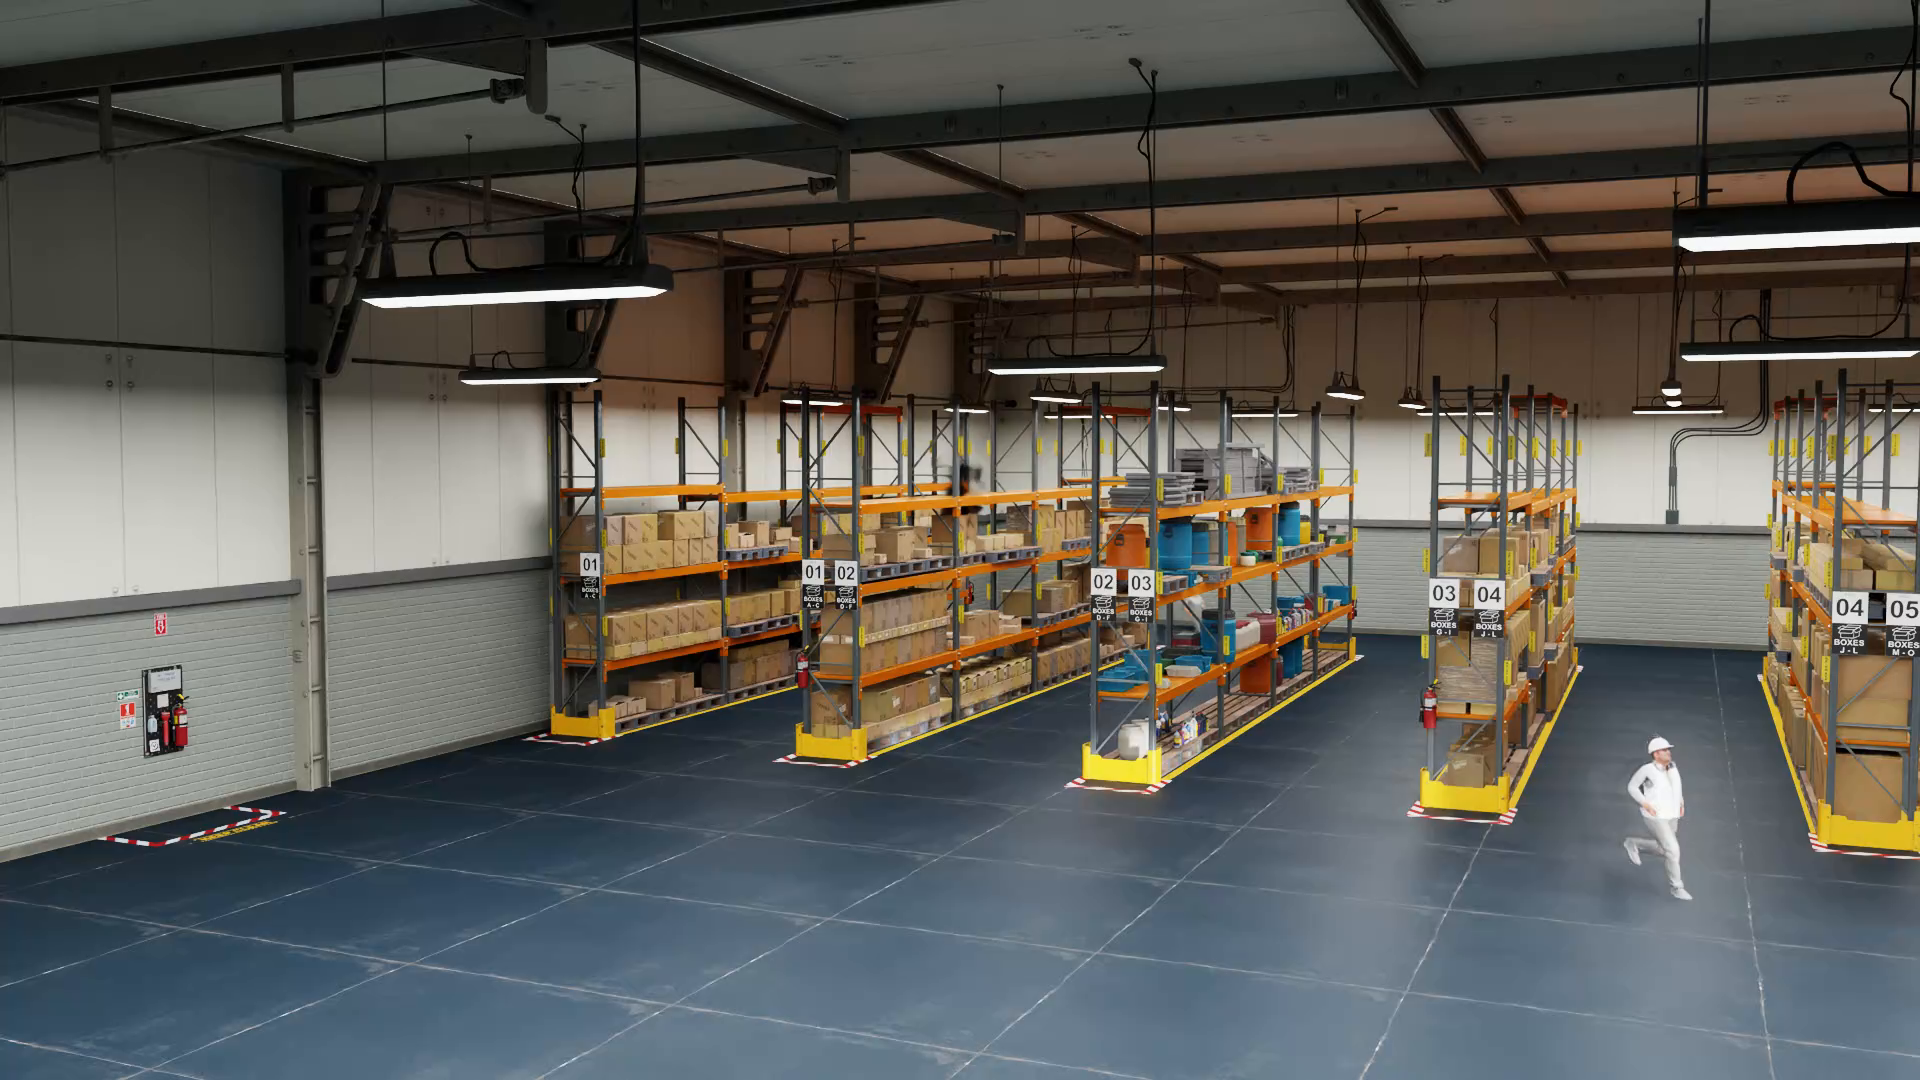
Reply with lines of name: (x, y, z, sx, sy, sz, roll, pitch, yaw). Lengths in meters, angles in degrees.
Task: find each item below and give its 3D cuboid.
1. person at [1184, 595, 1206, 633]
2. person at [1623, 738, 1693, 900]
person: (5.866, 1.936, 41.153, 0.597, 1.628, 0.520, -2, 4, -27)
person: (7.901, 3.117, 18.828, 0.640, 1.767, 0.994, -2, 4, -29)
